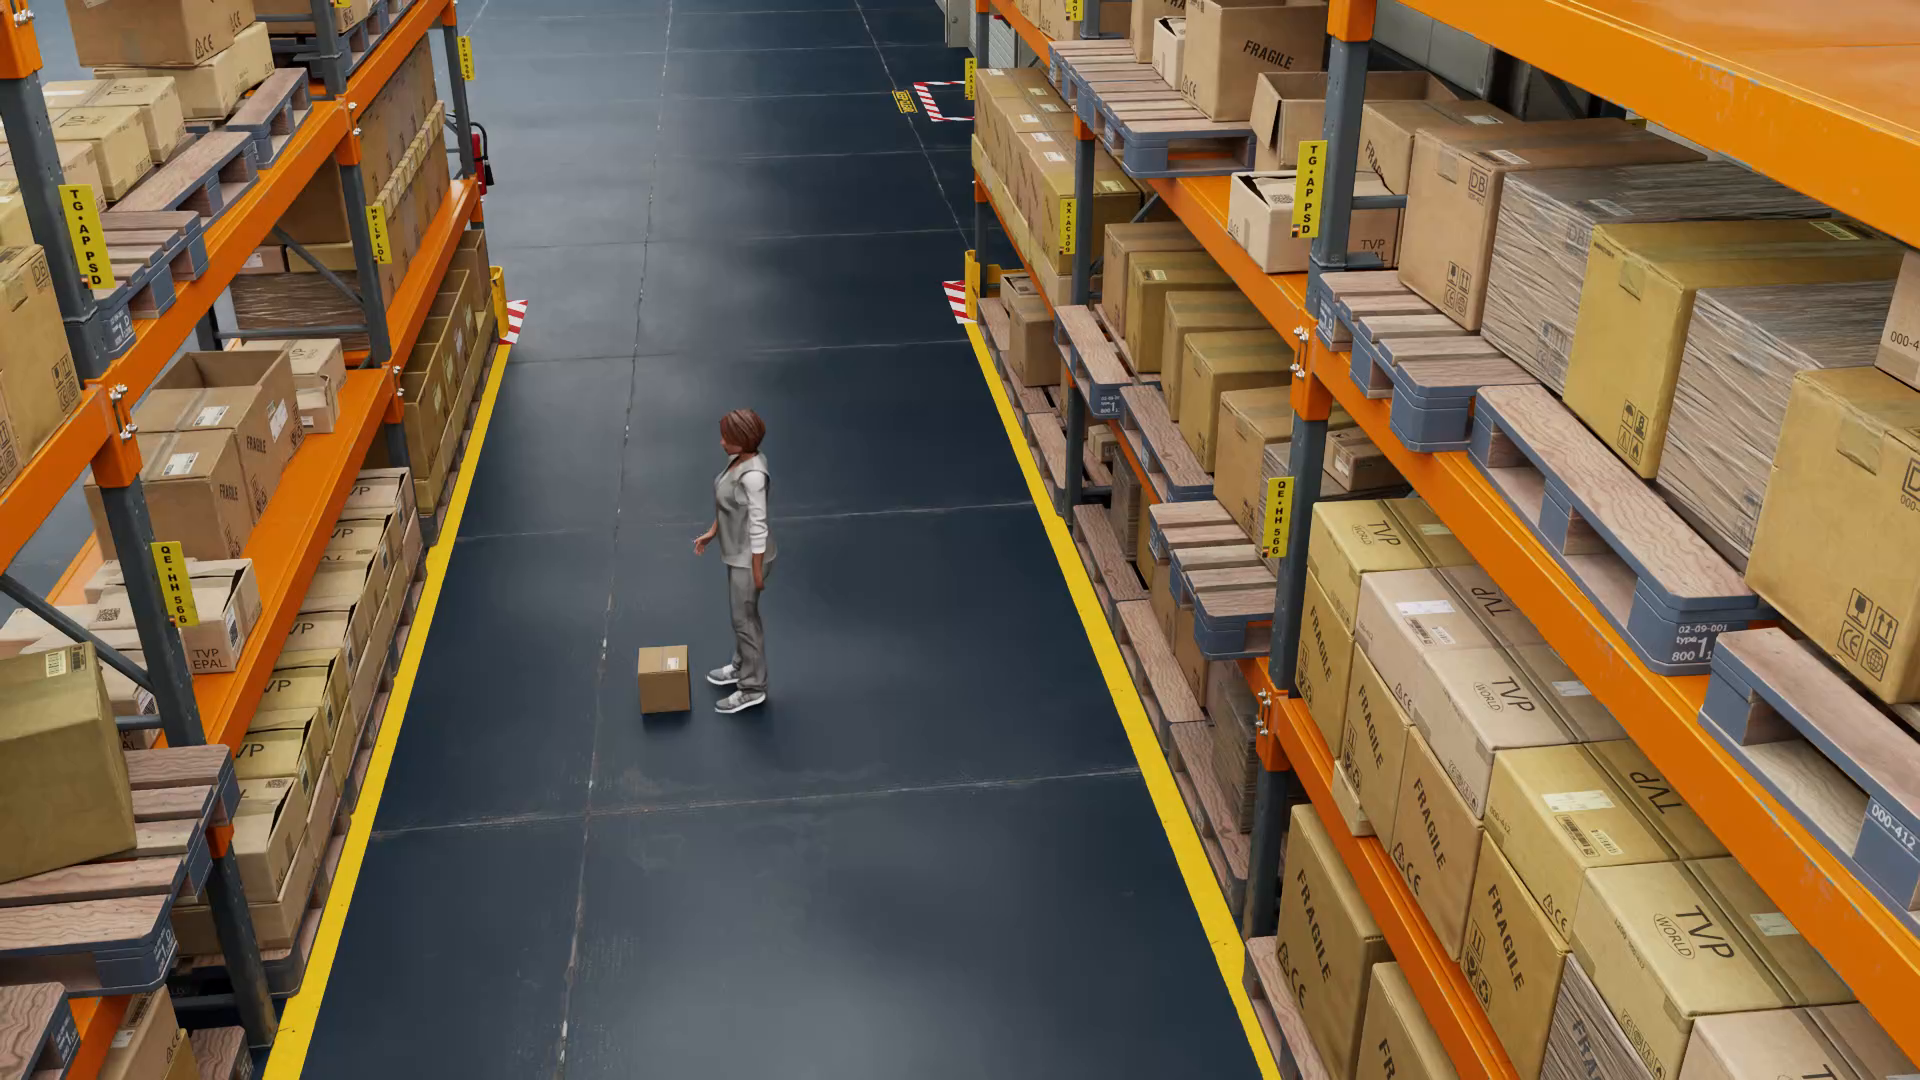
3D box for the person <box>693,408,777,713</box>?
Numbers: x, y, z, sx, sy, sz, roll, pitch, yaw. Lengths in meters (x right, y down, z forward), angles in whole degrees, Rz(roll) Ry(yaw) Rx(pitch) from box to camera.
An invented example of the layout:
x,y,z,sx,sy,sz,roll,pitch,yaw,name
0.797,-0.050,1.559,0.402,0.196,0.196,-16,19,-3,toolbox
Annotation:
x,y,z,sx,sy,sz,roll,pitch,yaw,name
-1.134,0.093,8.432,0.413,1.622,0.431,-5,28,-10,person
